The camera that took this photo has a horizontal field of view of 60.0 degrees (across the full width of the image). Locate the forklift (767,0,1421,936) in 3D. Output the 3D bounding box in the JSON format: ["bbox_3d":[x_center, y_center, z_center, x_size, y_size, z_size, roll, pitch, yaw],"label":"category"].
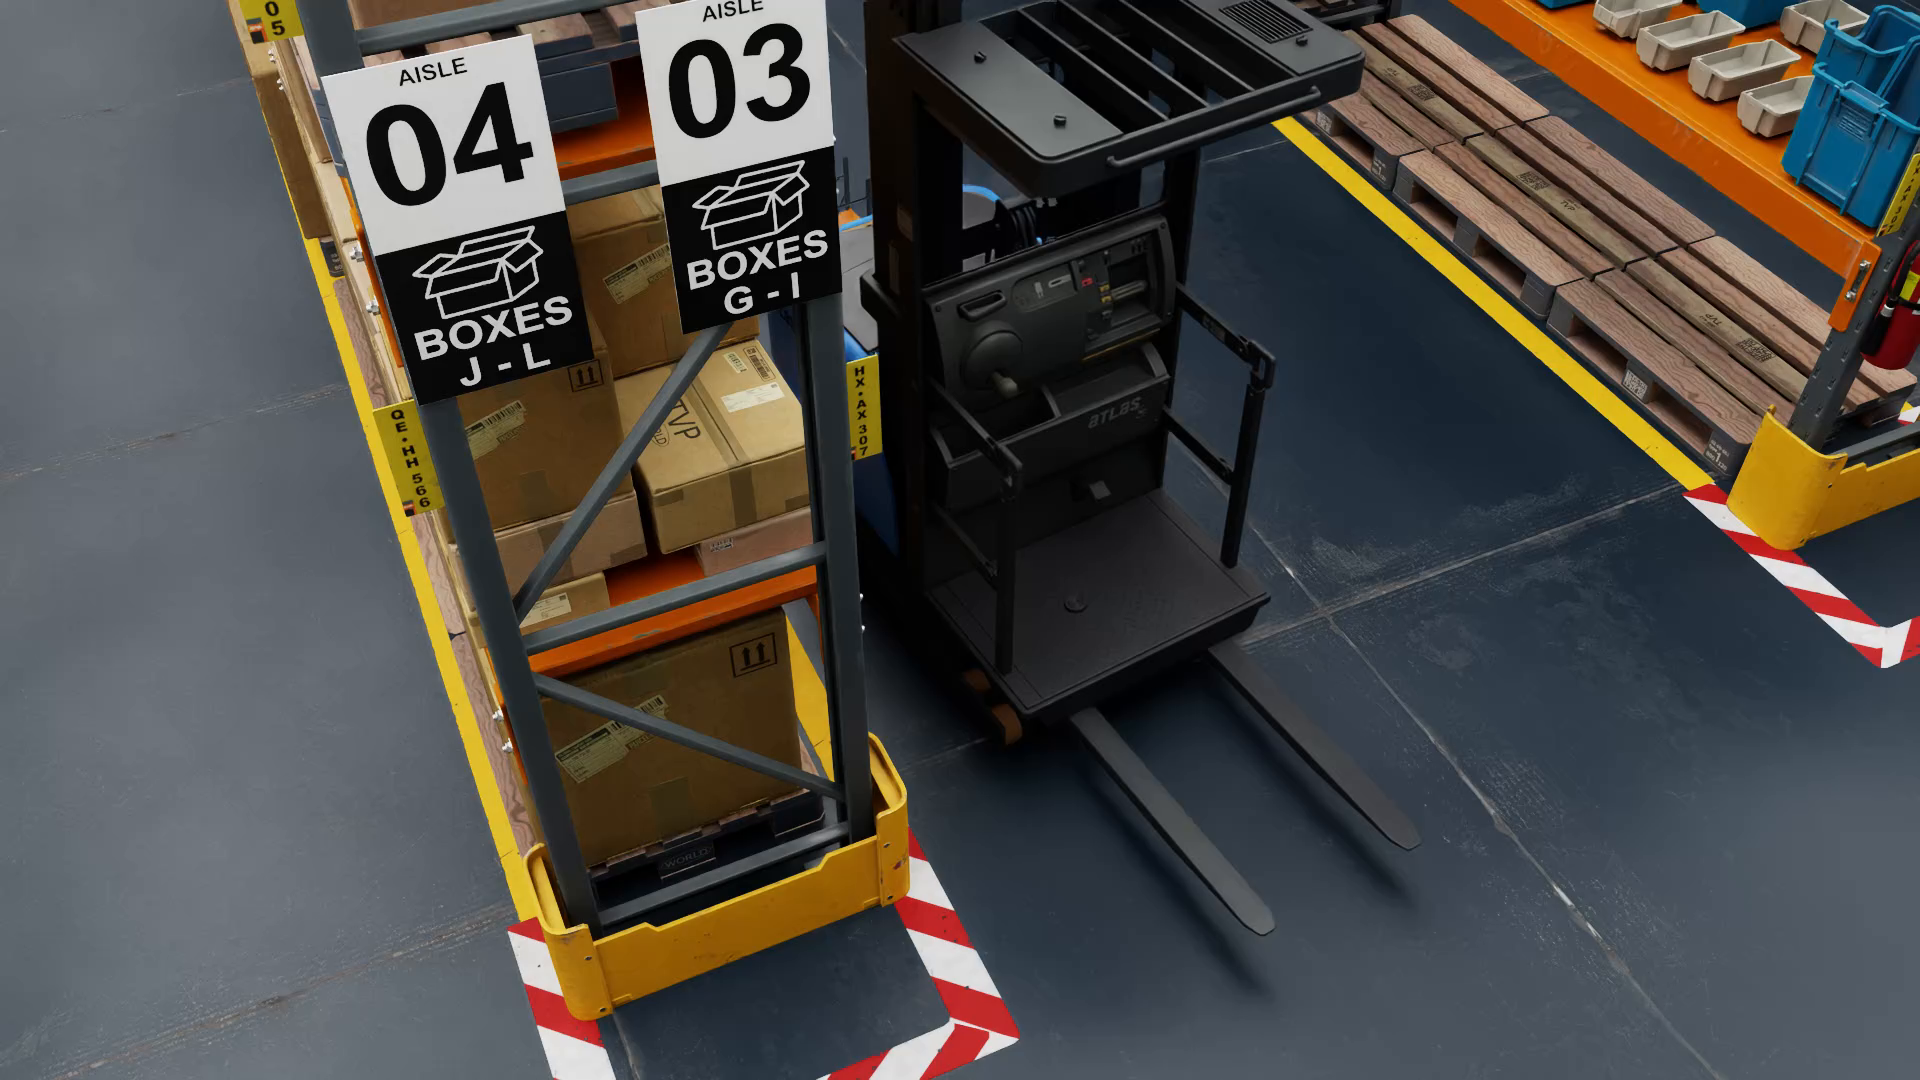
[{"bbox_3d":[0.431,-0.678,5.350,1.130,2.935,3.031,-23,49,-22],"label":"forklift"}]

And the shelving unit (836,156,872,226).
[{"bbox_3d":[-0.499,-0.991,6.900,0.258,1.200,0.189,-23,49,-22],"label":"shelving unit"}]

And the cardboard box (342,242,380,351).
[{"bbox_3d":[-1.630,-0.770,5.290,0.500,0.250,0.500,-20,48,-19],"label":"cardboard box"}]

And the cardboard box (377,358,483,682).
[{"bbox_3d":[-1.482,-0.197,6.027,0.875,0.875,0.875,-18,47,-17],"label":"cardboard box"}]

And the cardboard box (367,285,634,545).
[{"bbox_3d":[-1.201,-0.392,4.372,0.500,0.500,0.500,-17,47,-17],"label":"cardboard box"}]

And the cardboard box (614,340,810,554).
[{"bbox_3d":[-0.715,-0.277,4.790,0.500,0.250,0.500,-19,48,-18],"label":"cardboard box"}]

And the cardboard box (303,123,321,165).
[{"bbox_3d":[-2.052,-1.417,5.946,0.500,0.250,0.500,-17,47,-16],"label":"cardboard box"}]

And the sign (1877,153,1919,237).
[{"bbox_3d":[3.244,-1.187,5.701,0.100,0.325,0.005,-18,47,-17],"label":"sign"}]

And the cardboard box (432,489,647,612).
[{"bbox_3d":[-1.203,-0.122,4.633,0.500,0.250,0.500,-19,48,-18],"label":"cardboard box"}]

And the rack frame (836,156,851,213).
[{"bbox_3d":[-0.547,-1.046,6.956,0.240,1.200,0.006,-23,49,-22],"label":"rack frame"}]

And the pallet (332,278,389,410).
[{"bbox_3d":[-2.191,-0.888,7.500,1.003,0.211,1.213,-18,47,-17],"label":"pallet"}]

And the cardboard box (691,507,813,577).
[{"bbox_3d":[-0.608,-0.074,4.868,0.380,0.149,0.250,-18,47,-17],"label":"cardboard box"}]

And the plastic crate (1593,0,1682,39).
[{"bbox_3d":[2.839,-2.238,7.028,0.298,0.136,0.250,-18,47,-17],"label":"plastic crate"}]

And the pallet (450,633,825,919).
[{"bbox_3d":[-1.165,0.667,5.924,1.003,0.211,1.213,-18,47,-17],"label":"pallet"}]

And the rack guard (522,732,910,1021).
[{"bbox_3d":[-0.748,1.066,5.314,1.175,0.500,0.348,-18,47,-17],"label":"rack guard"}]

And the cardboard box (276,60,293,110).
[{"bbox_3d":[-2.507,-1.845,6.663,0.380,0.149,0.250,-20,48,-19],"label":"cardboard box"}]

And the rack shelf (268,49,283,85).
[{"bbox_3d":[-3.281,-3.407,8.579,1.077,0.370,4.000,-18,47,-17],"label":"rack shelf"}]

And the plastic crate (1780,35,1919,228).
[{"bbox_3d":[3.426,-1.494,6.061,0.616,0.435,0.499,-18,47,-17],"label":"plastic crate"}]

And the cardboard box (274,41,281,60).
[{"bbox_3d":[-2.270,-2.011,6.013,0.500,0.500,0.500,-18,47,-17],"label":"cardboard box"}]

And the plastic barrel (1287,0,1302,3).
[{"bbox_3d":[1.841,-3.605,9.463,0.600,0.901,0.708,-18,47,-17],"label":"plastic barrel"}]

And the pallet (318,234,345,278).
[{"bbox_3d":[-2.833,-1.865,8.490,1.003,0.211,1.213,-18,47,-17],"label":"pallet"}]

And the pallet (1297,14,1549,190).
[{"bbox_3d":[2.398,-2.401,9.033,1.003,0.211,1.213,-18,47,-17],"label":"pallet"}]

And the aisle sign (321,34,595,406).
[{"bbox_3d":[-1.000,-0.630,3.402,0.394,0.787,0.004,-18,47,-17],"label":"aisle sign"}]

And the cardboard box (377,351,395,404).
[{"bbox_3d":[-1.637,-0.530,5.330,0.380,0.149,0.250,-19,48,-18],"label":"cardboard box"}]

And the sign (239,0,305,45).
[{"bbox_3d":[-1.256,-1.043,2.961,0.100,0.325,0.005,-18,47,-17],"label":"sign"}]

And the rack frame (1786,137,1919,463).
[{"bbox_3d":[3.736,-1.302,5.934,1.000,3.000,0.127,-18,47,-17],"label":"rack frame"}]

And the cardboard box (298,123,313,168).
[{"bbox_3d":[-2.283,-1.510,6.324,0.380,0.149,0.250,-19,48,-18],"label":"cardboard box"}]

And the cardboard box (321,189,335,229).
[{"bbox_3d":[-2.072,-1.186,5.996,0.380,0.149,0.250,-18,47,-17],"label":"cardboard box"}]

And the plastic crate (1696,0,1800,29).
[{"bbox_3d":[3.377,-2.357,7.080,0.416,0.233,0.300,-18,47,-17],"label":"plastic crate"}]

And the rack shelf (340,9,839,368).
[{"bbox_3d":[-1.599,-1.925,4.942,1.077,0.370,4.000,-18,47,-17],"label":"rack shelf"}]

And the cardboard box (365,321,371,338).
[{"bbox_3d":[-1.849,-0.854,5.658,0.380,0.149,0.250,-17,47,-17],"label":"cardboard box"}]

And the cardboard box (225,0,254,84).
[{"bbox_3d":[-3.104,-2.753,8.618,1.225,0.875,0.875,-20,48,-19],"label":"cardboard box"}]

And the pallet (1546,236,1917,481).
[{"bbox_3d":[3.424,-0.846,7.458,1.003,0.211,1.213,-18,47,-17],"label":"pallet"}]

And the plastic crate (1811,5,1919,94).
[{"bbox_3d":[3.654,-1.938,6.655,0.416,0.233,0.300,-18,47,-17],"label":"plastic crate"}]

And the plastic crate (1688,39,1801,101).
[{"bbox_3d":[3.120,-1.885,6.669,0.396,0.136,0.243,-18,47,-17],"label":"plastic crate"}]

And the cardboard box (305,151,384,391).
[{"bbox_3d":[-2.235,-1.337,7.183,0.875,0.875,0.875,-18,47,-17],"label":"cardboard box"}]

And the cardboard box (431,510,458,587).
[{"bbox_3d":[-1.317,-0.045,4.839,0.380,0.149,0.250,-18,47,-17],"label":"cardboard box"}]

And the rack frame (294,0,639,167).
[{"bbox_3d":[-0.758,-1.975,2.344,1.000,3.000,0.127,-18,47,-17],"label":"rack frame"}]
